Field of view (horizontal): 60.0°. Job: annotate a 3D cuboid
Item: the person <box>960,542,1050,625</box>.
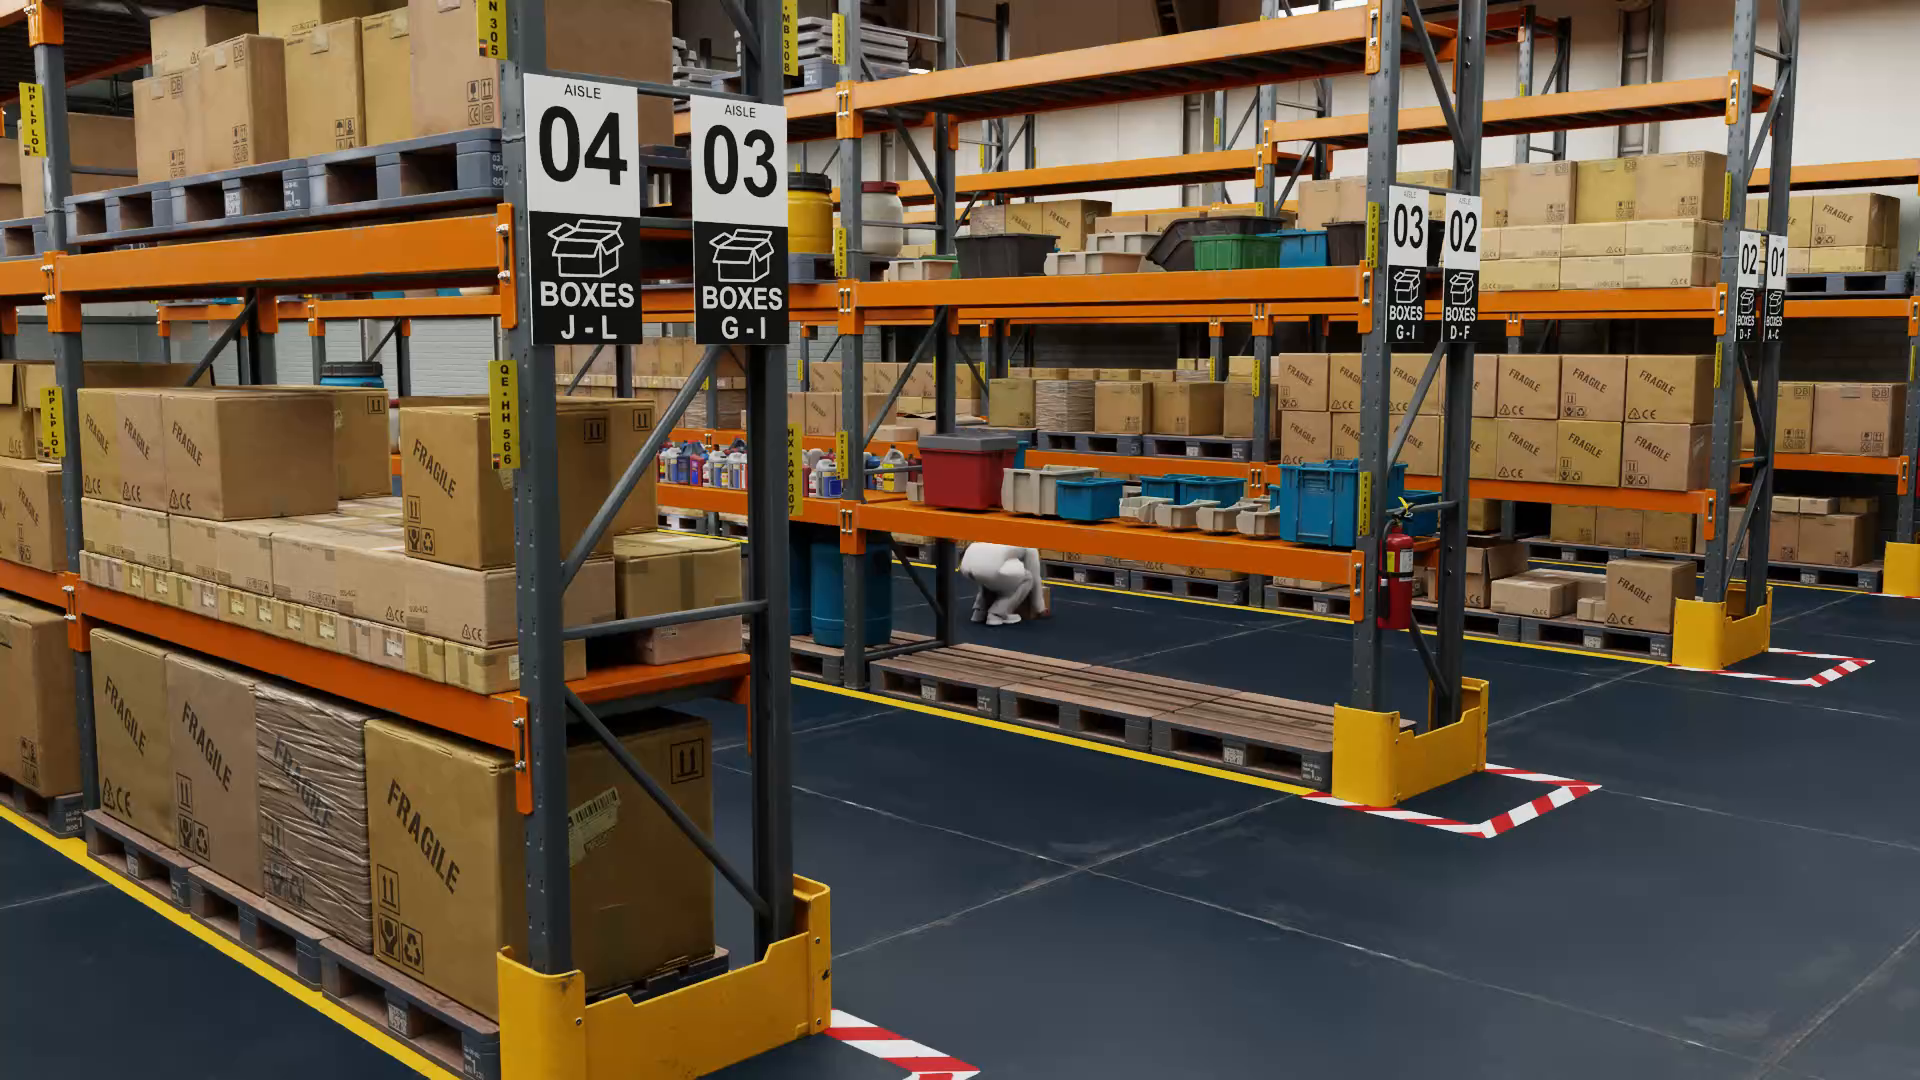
[{"bbox_3d":[0.388,0.318,14.400,0.570,0.814,0.929,6,9,42],"label":"person"}]
